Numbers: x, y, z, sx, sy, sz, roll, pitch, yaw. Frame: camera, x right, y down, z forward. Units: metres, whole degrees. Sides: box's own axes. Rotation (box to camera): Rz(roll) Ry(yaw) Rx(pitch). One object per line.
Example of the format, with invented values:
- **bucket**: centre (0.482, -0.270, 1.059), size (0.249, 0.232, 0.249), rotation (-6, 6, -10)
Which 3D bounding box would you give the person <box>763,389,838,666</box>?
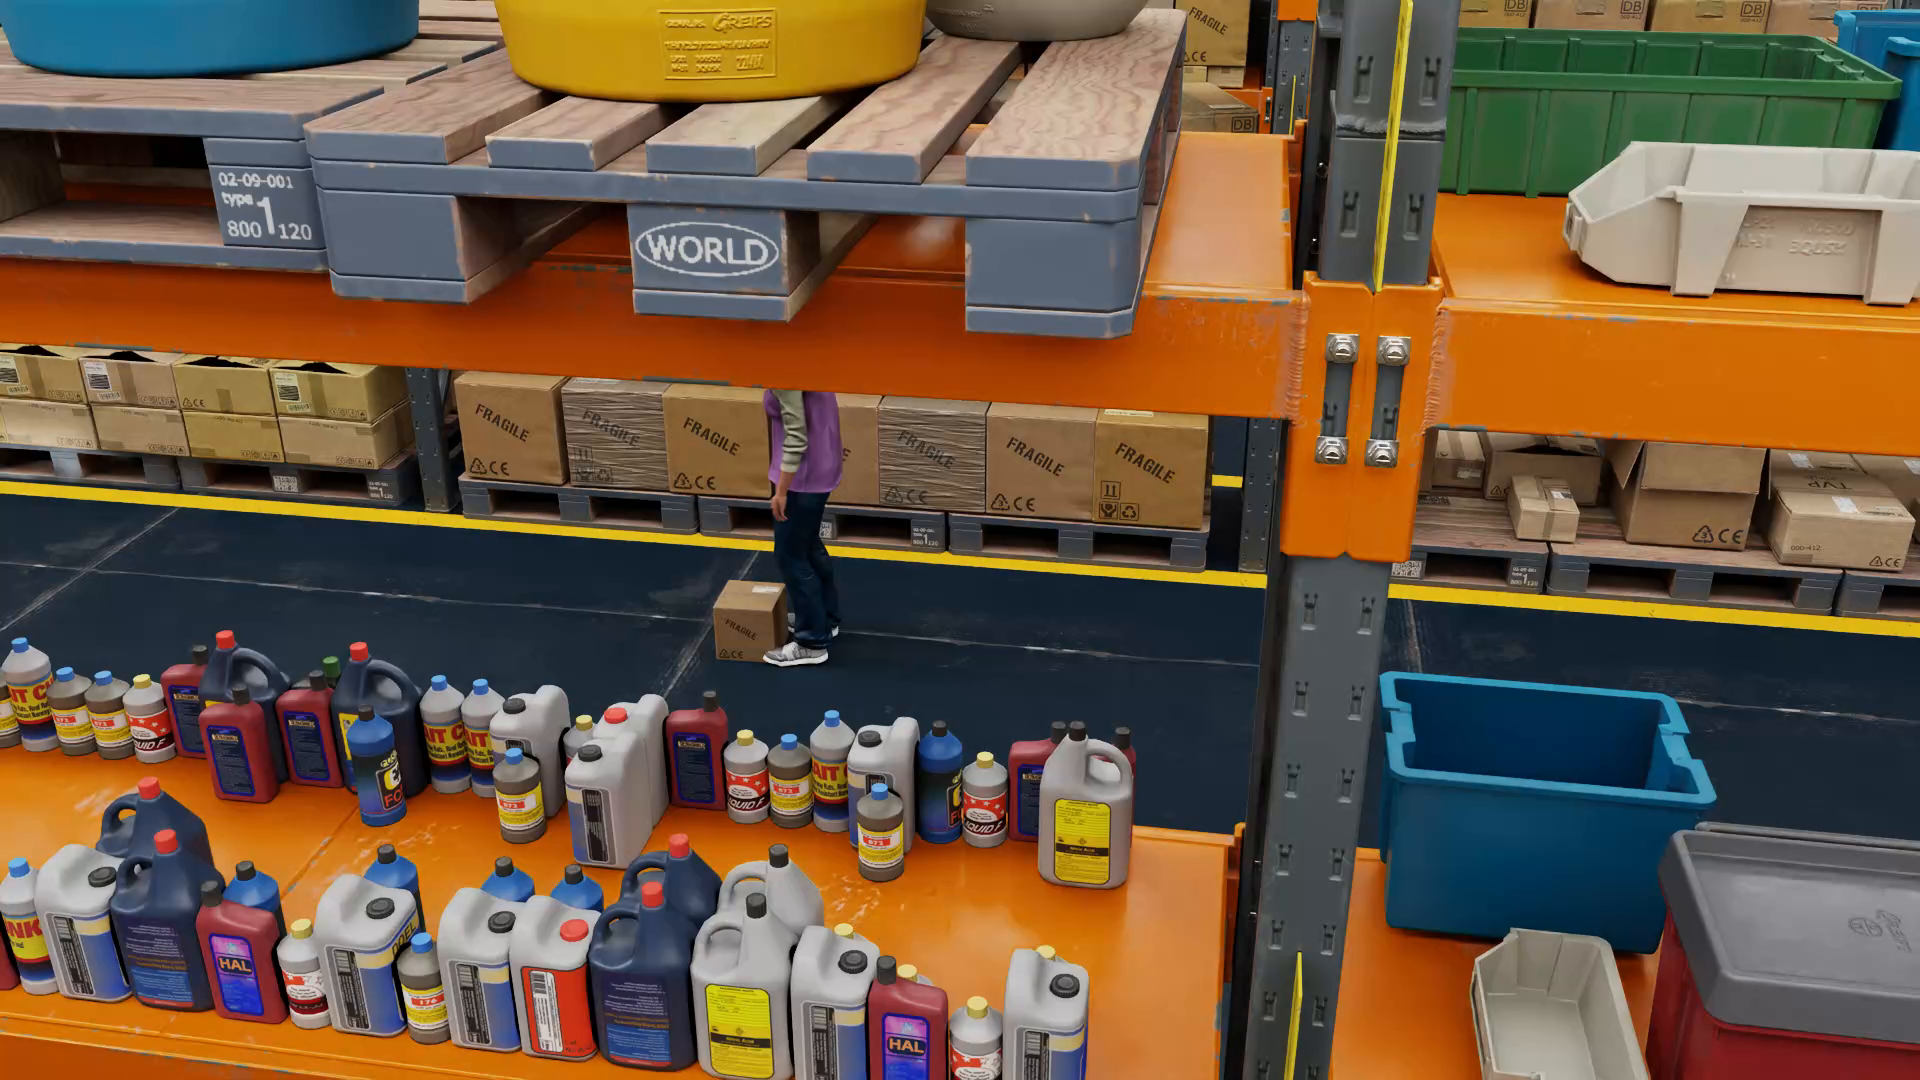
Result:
- **person**: centre (-0.647, -0.143, 6.705), size (0.322, 1.352, 0.484), rotation (3, 25, 6)
